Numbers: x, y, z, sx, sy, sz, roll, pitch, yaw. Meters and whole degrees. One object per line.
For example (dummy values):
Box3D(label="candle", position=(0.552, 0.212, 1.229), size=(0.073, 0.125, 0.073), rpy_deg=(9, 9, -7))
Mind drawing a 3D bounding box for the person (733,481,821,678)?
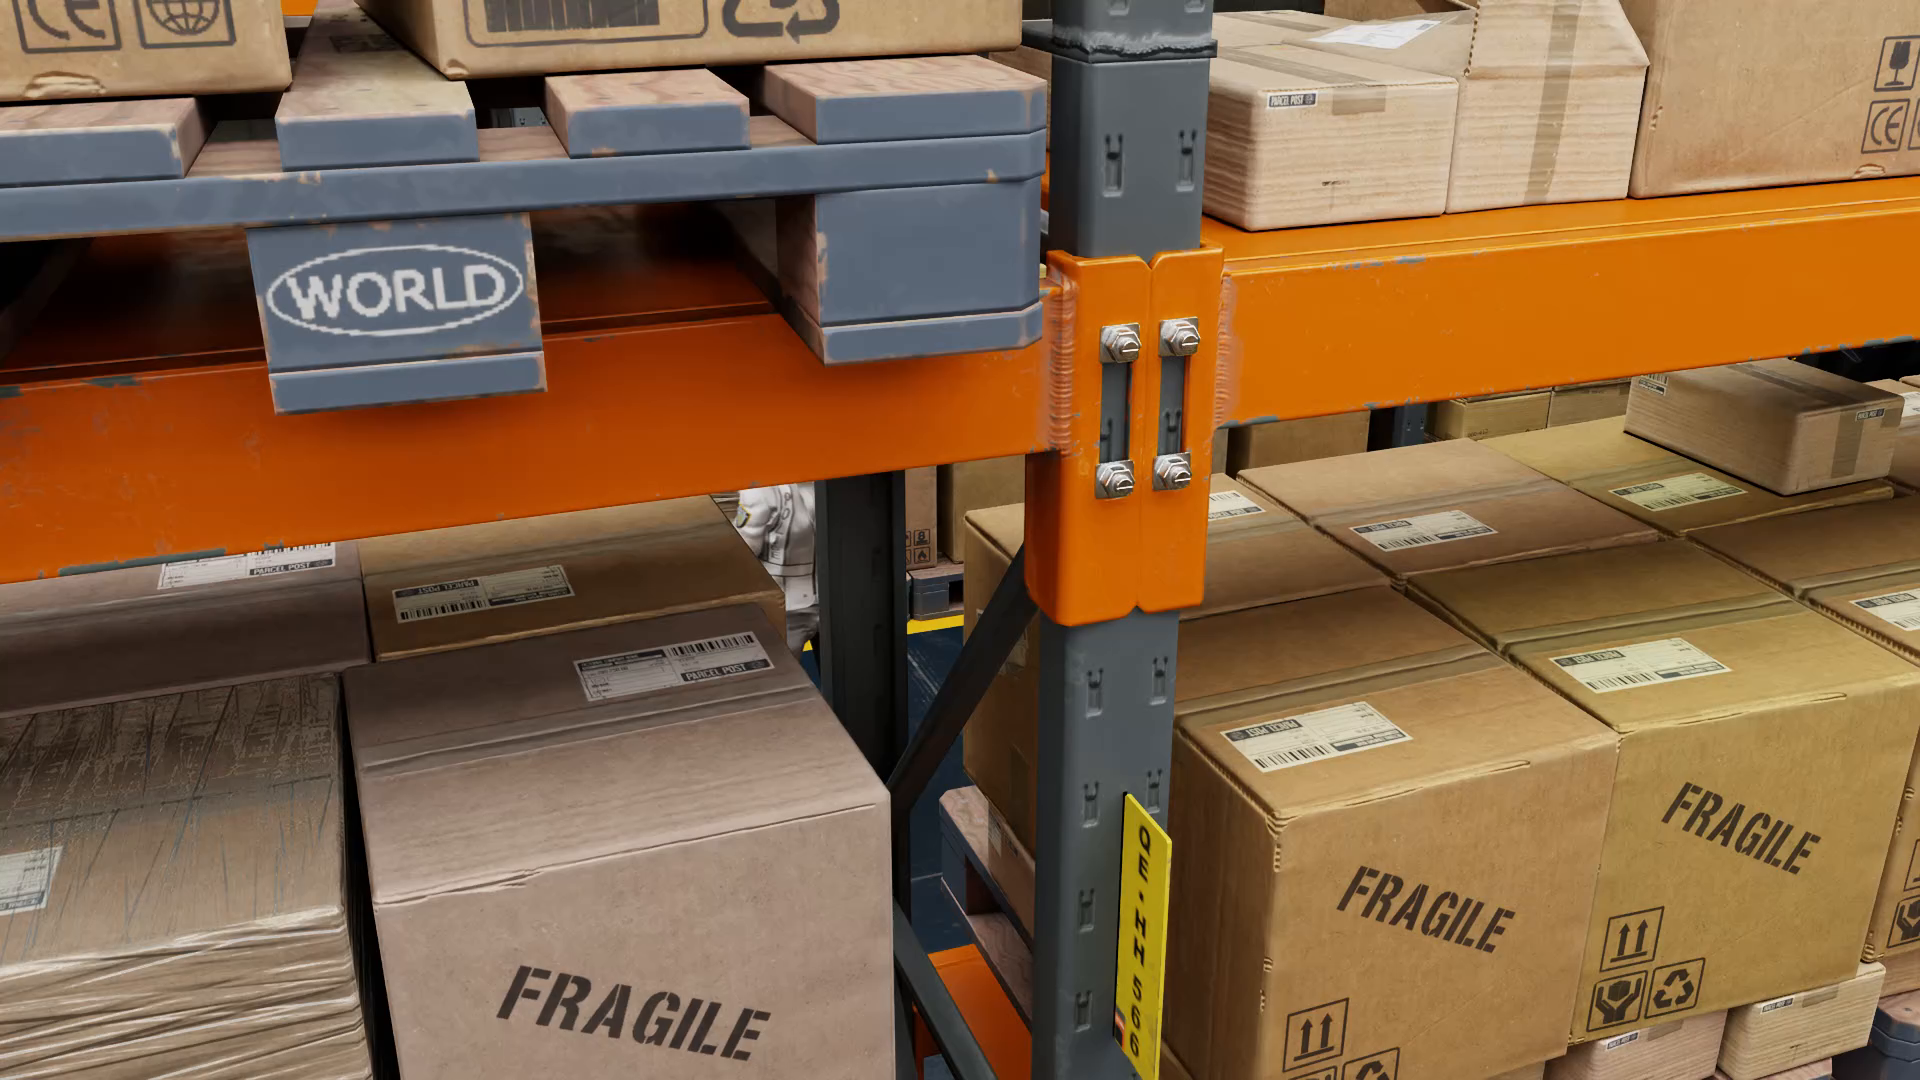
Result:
Box3D(label="person", position=(-0.495, 0.256, 5.477), size=(0.541, 1.662, 0.375), rpy_deg=(-10, 25, -22))
